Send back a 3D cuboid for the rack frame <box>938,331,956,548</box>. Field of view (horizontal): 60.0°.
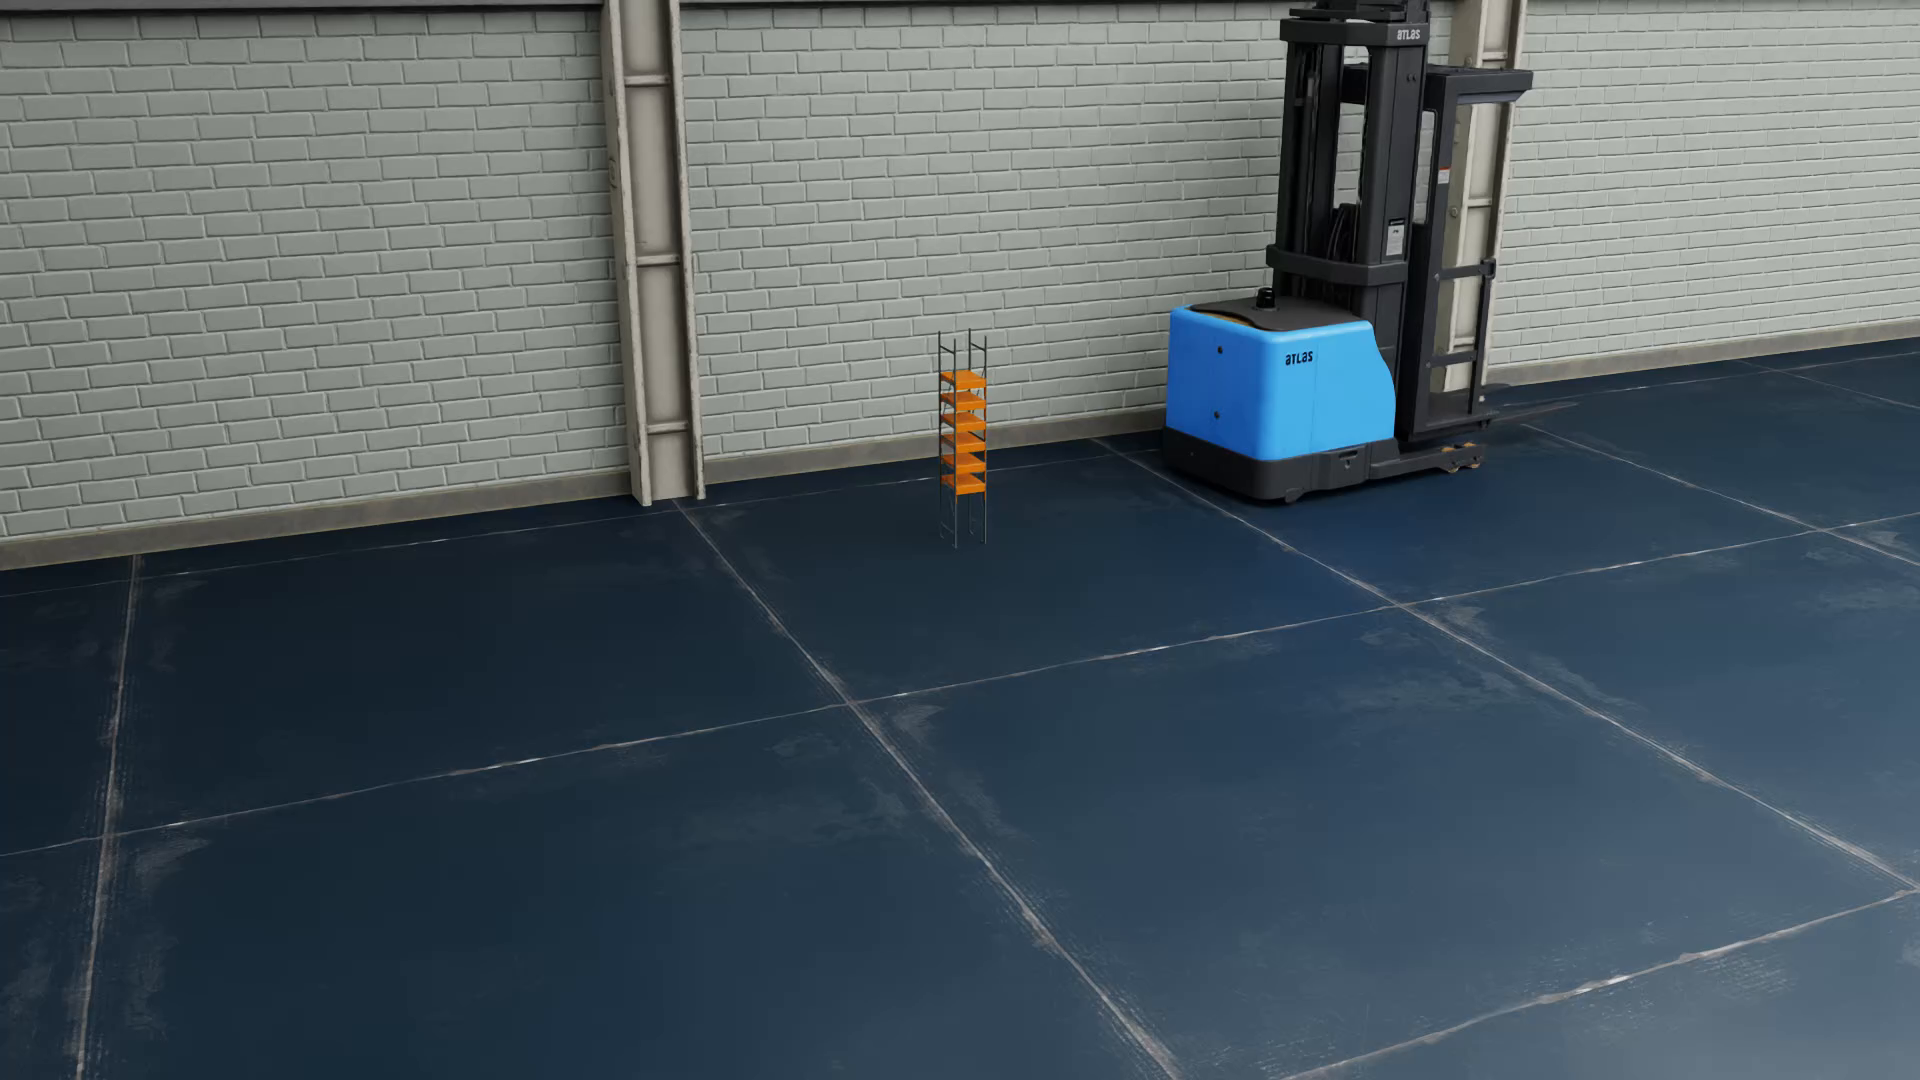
[{"bbox_3d":[-0.071,-0.556,9.294,0.006,1.200,0.240,-8,21,-22],"label":"rack frame"}]

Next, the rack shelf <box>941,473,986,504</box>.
[{"bbox_3d":[0.013,-0.300,9.423,0.180,0.103,0.258,-8,21,-22],"label":"rack shelf"}]

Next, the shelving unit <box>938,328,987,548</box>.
[{"bbox_3d":[0.013,-0.568,9.328,0.189,1.200,0.258,-8,21,-22],"label":"shelving unit"}]

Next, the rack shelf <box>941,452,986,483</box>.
[{"bbox_3d":[0.013,-0.413,9.383,0.180,0.103,0.258,-8,21,-22],"label":"rack shelf"}]

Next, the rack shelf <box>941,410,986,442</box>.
[{"bbox_3d":[0.013,-0.639,9.303,0.180,0.103,0.258,-8,21,-22],"label":"rack shelf"}]

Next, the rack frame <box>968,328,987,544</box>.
[{"bbox_3d":[0.097,-0.580,9.362,0.006,1.200,0.240,-8,21,-22],"label":"rack frame"}]

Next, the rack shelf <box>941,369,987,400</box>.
[{"bbox_3d":[0.013,-0.866,9.223,0.180,0.103,0.258,-8,21,-22],"label":"rack shelf"}]

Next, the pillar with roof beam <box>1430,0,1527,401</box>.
[{"bbox_3d":[5.406,-3.999,7.329,0.400,9.000,9.100,-8,21,-22],"label":"pillar with roof beam"}]

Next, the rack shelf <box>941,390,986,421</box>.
[{"bbox_3d":[0.013,-0.752,9.263,0.180,0.103,0.258,-8,21,-22],"label":"rack shelf"}]

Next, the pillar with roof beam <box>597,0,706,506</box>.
[{"bbox_3d":[-0.103,-3.209,5.088,0.400,9.000,9.100,-8,21,-22],"label":"pillar with roof beam"}]

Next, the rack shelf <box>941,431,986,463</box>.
[{"bbox_3d":[0.013,-0.526,9.343,0.180,0.103,0.258,-8,21,-22],"label":"rack shelf"}]

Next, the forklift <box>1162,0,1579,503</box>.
[{"bbox_3d":[2.833,-1.953,10.654,3.031,2.935,1.130,-11,22,-29],"label":"forklift"}]
